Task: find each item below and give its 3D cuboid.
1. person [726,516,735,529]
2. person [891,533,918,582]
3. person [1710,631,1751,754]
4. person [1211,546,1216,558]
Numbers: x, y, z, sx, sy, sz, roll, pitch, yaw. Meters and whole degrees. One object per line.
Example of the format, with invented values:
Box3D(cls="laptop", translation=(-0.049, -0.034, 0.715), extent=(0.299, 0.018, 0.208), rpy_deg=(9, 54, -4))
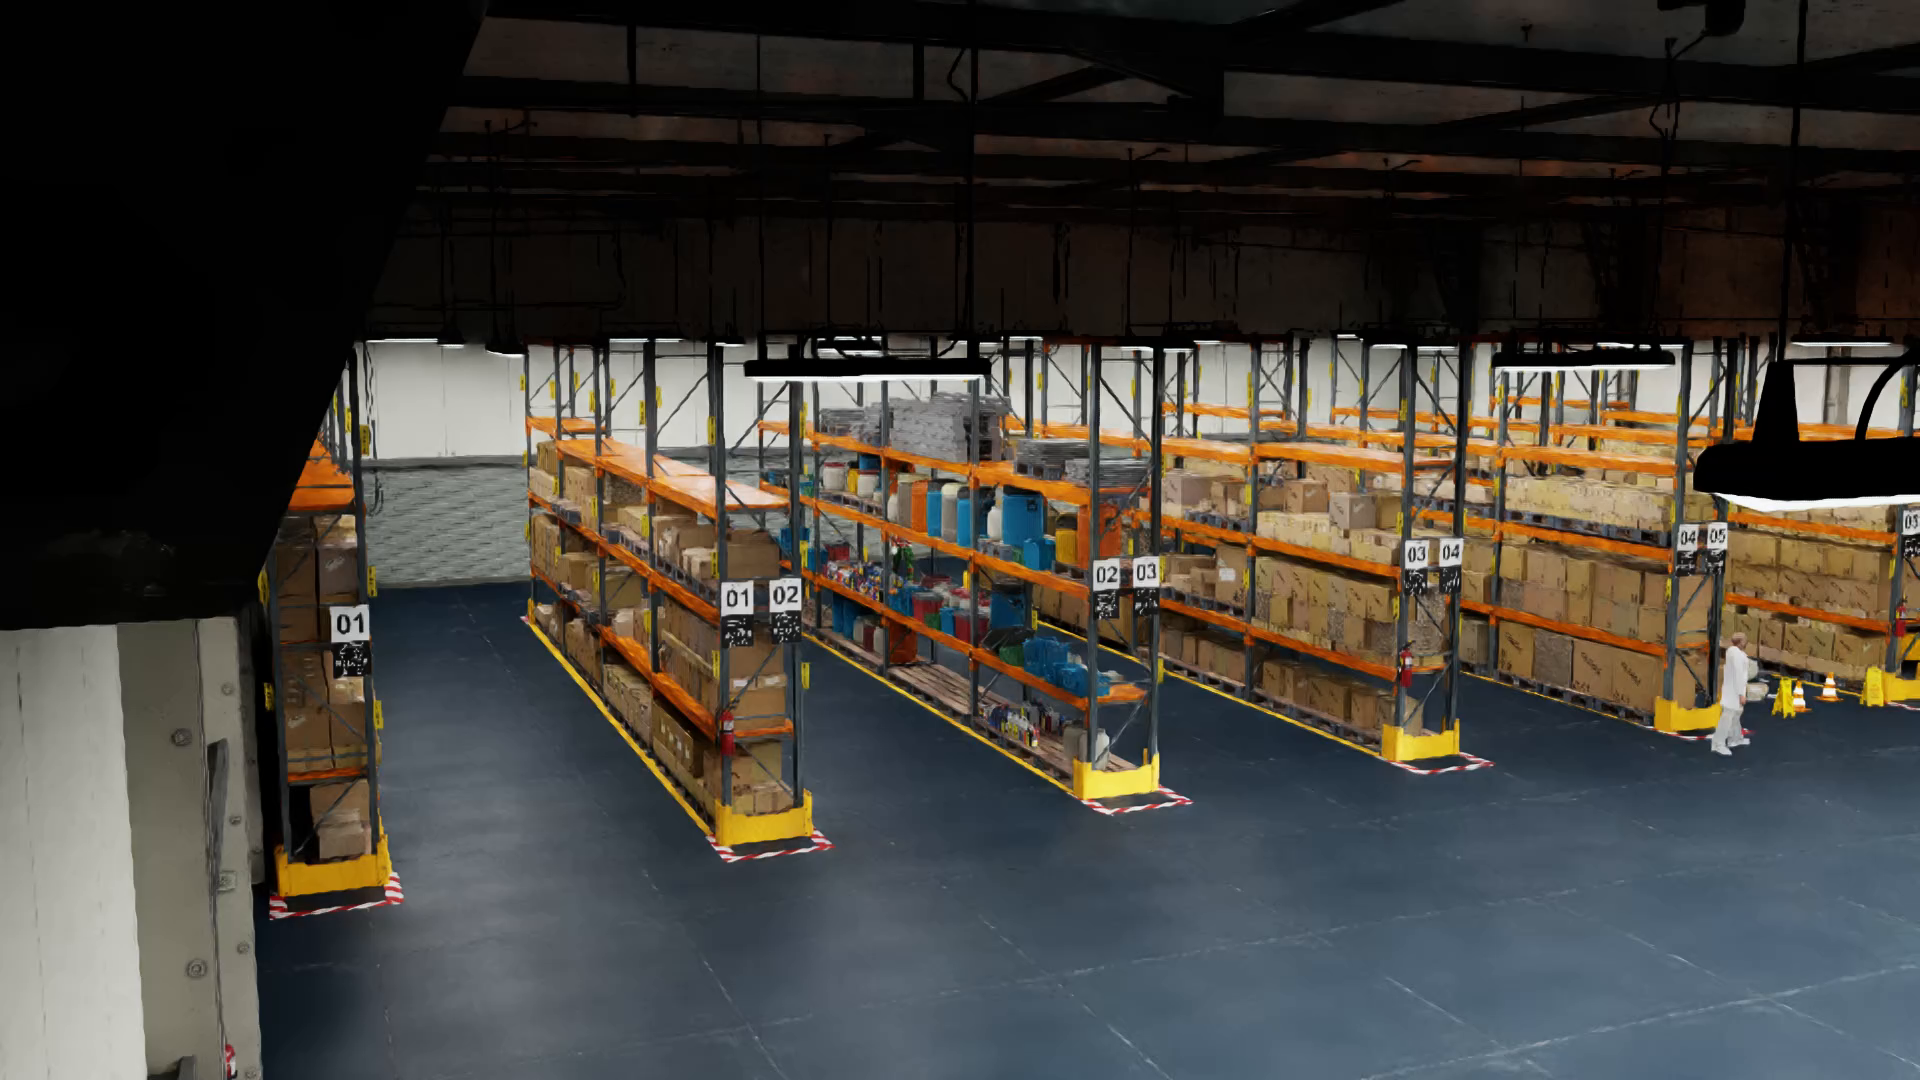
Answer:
Box3D(cls="person", translation=(-5.471, 0.248, 39.674), extent=(0.570, 1.672, 0.478), rpy_deg=(5, 9, 31))
Box3D(cls="person", translation=(-1.382, 0.146, 40.056), extent=(0.553, 1.709, 1.120), rpy_deg=(-3, 8, -20))
Box3D(cls="person", translation=(11.360, 2.206, 24.365), extent=(0.612, 1.771, 0.781), rpy_deg=(2, 8, 16))
Box3D(cls="person", translation=(5.371, 0.887, 34.908), extent=(0.488, 1.590, 1.089), rpy_deg=(-3, 8, -25))
